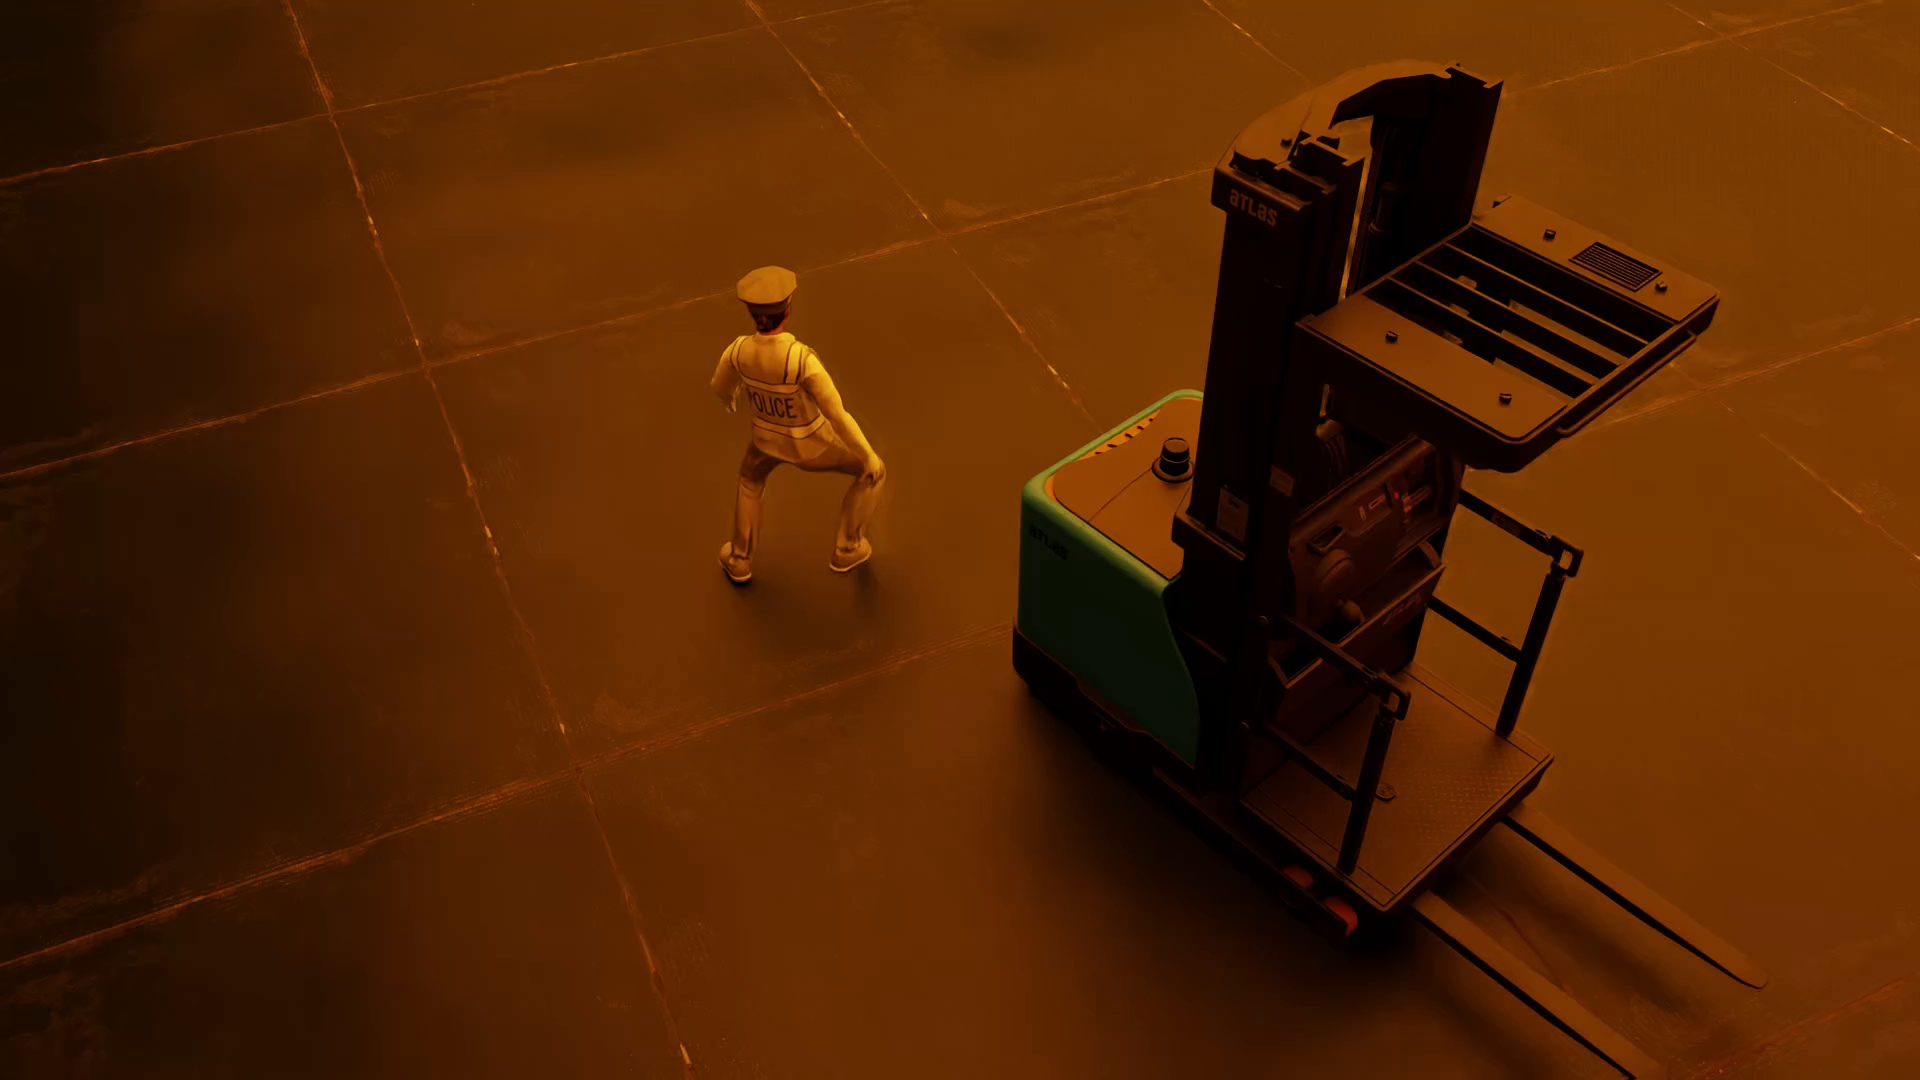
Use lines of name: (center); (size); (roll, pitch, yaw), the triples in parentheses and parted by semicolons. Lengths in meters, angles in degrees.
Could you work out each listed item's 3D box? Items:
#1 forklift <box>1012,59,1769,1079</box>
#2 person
forklift: (1.584, 0.024, 5.655); (1.130, 2.935, 3.031); (-32, 52, -29)
person: (-0.725, -0.468, 7.209); (0.856, 1.566, 0.573); (19, 46, 19)
